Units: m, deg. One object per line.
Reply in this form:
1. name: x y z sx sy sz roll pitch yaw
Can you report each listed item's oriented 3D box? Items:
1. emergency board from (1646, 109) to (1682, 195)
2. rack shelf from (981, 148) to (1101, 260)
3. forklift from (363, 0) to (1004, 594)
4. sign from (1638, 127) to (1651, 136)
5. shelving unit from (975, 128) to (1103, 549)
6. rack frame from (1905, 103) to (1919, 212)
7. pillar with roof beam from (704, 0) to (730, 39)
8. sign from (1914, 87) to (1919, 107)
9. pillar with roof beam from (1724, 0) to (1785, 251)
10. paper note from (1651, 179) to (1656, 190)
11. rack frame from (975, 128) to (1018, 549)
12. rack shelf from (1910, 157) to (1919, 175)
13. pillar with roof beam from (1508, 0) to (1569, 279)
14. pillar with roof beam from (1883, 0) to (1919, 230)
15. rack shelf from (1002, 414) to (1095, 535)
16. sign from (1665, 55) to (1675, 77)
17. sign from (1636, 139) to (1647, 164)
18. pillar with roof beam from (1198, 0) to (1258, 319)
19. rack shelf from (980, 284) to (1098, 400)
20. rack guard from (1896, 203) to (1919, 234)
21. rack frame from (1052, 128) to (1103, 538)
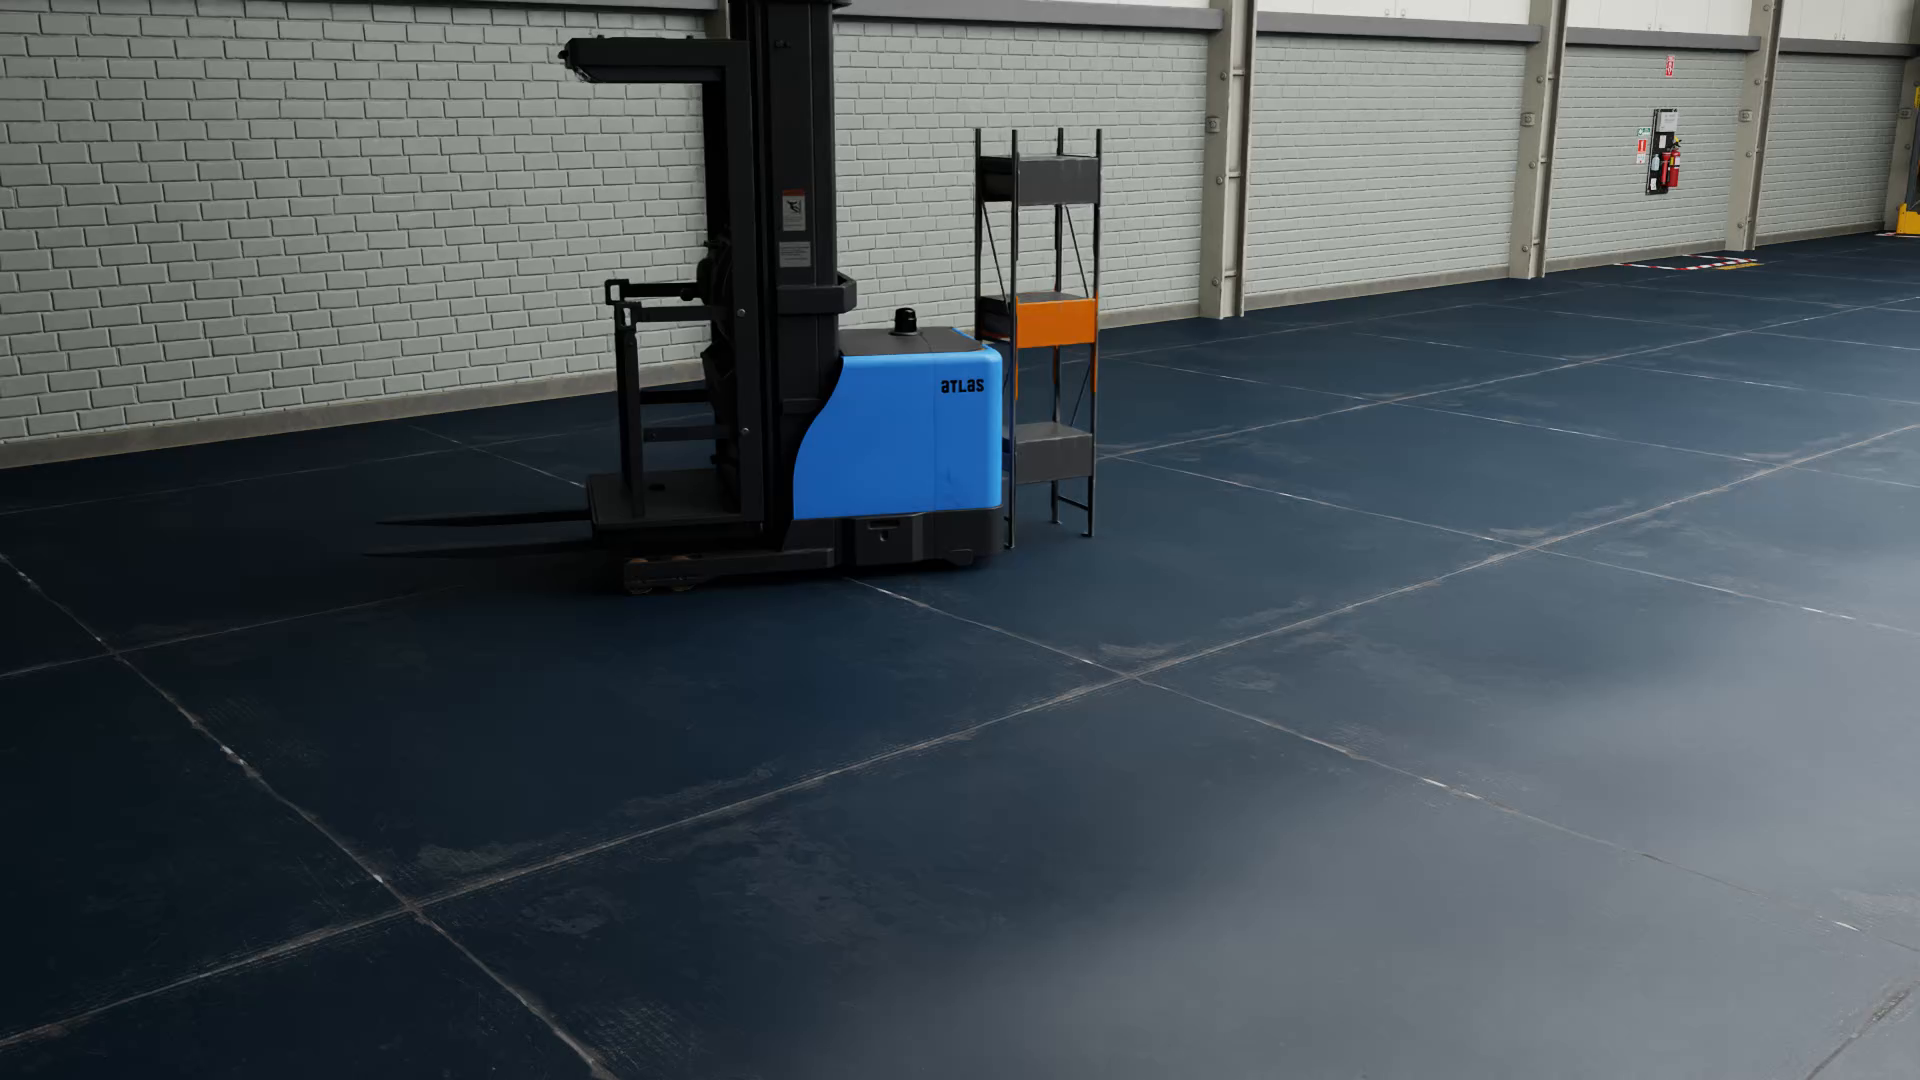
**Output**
1. emergency board: 9.928 -5.443 23.315 0.643 1.169 0.194 -13 19 -39
2. rack shelf: 0.393 -1.705 8.405 0.480 0.518 0.431 -8 17 -28
3. forklift: -1.356 -1.312 7.983 3.031 2.935 1.130 -4 15 -14
4. sign: 9.453 -5.642 22.963 0.331 0.109 0.001 -13 19 -39
5. shelving unit: 0.393 -1.042 8.582 0.503 2.100 0.431 -8 17 -28
6. rack frame: 16.384 -6.584 27.586 0.127 3.000 1.000 -13 19 -39
7. pillar with roof beam: 1.065 -4.865 9.527 0.400 9.000 9.100 -13 19 -39
8. sign: 16.034 -7.407 27.813 0.005 0.325 0.100 -13 19 -39
9. pillar with roof beam: 14.643 -7.915 20.943 0.400 9.000 9.100 -13 19 -39
10. paper note: 9.749 -5.001 23.367 0.142 0.148 0.016 -13 19 -39
11. rack frame: 0.178 -1.012 8.469 0.015 2.100 0.400 -8 17 -28
12. rack shelf: 17.892 -6.575 28.947 4.000 0.370 1.077 -13 19 -39
13. pillar with roof beam: 10.117 -6.898 17.138 0.400 9.000 9.100 -13 19 -39
14. pillar with roof beam: 19.170 -8.931 24.748 0.400 9.000 9.100 -13 19 -39
15. rack shelf: 0.393 -0.352 8.766 0.480 0.518 0.431 -8 17 -28
16. sign: 9.857 -6.581 23.084 0.199 0.298 0.001 -13 19 -39
17. sign: 9.443 -5.387 23.035 0.234 0.329 0.001 -13 19 -39
18. pillar with roof beam: 5.591 -5.882 13.333 0.400 9.000 9.100 -13 19 -39
19. rack shelf: 0.393 -1.029 8.585 0.480 0.518 0.431 -8 17 -28
20. rack guard: 16.441 -5.389 27.956 0.348 0.500 1.175 -13 19 -39
21. rack frame: 0.607 -1.072 8.695 0.015 2.100 0.400 -8 17 -28
